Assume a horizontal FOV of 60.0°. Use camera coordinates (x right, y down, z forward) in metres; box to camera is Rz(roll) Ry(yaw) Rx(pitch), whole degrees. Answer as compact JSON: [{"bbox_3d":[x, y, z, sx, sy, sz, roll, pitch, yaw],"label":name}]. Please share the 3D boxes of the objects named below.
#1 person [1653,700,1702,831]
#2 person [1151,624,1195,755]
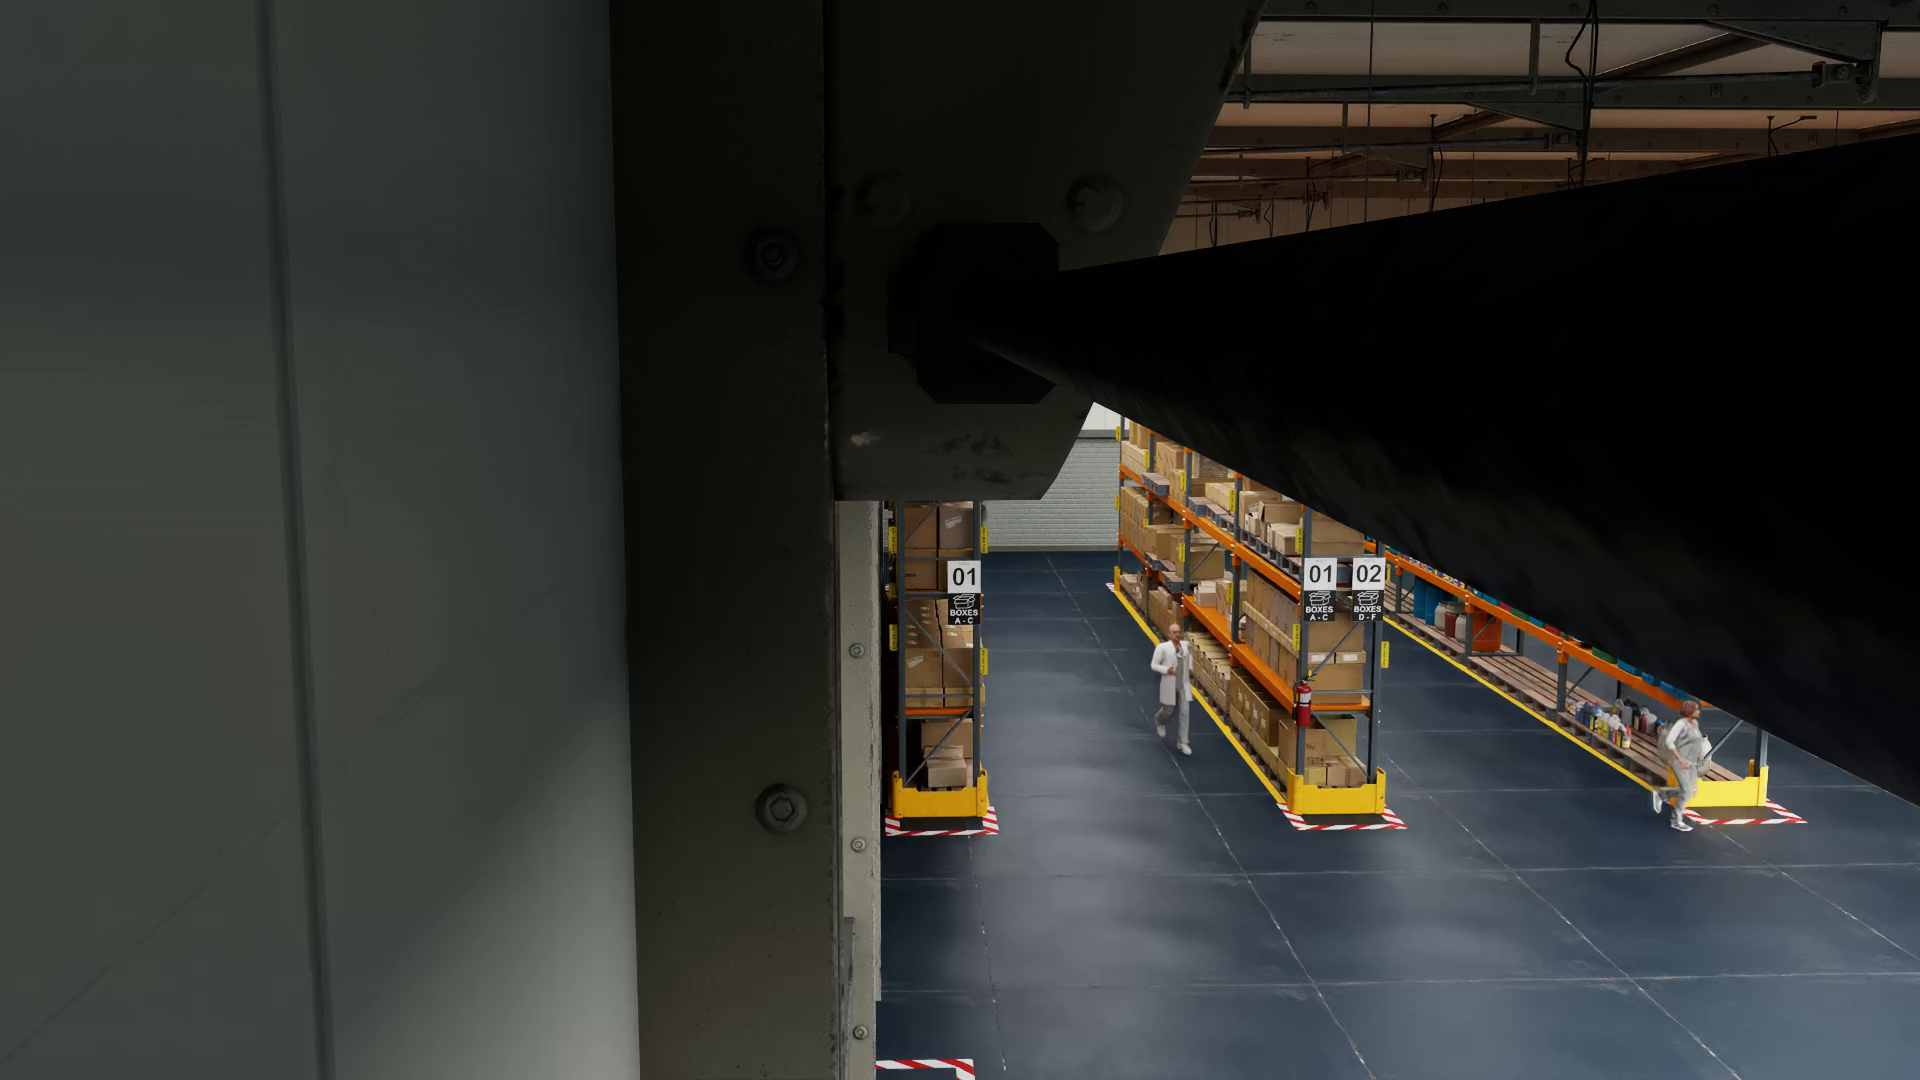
[{"bbox_3d":[8.710,2.737,20.124,0.583,1.451,0.573,-6,10,-37],"label":"person"},{"bbox_3d":[3.032,2.062,23.501,0.706,1.768,1.047,-2,9,-15],"label":"person"}]
